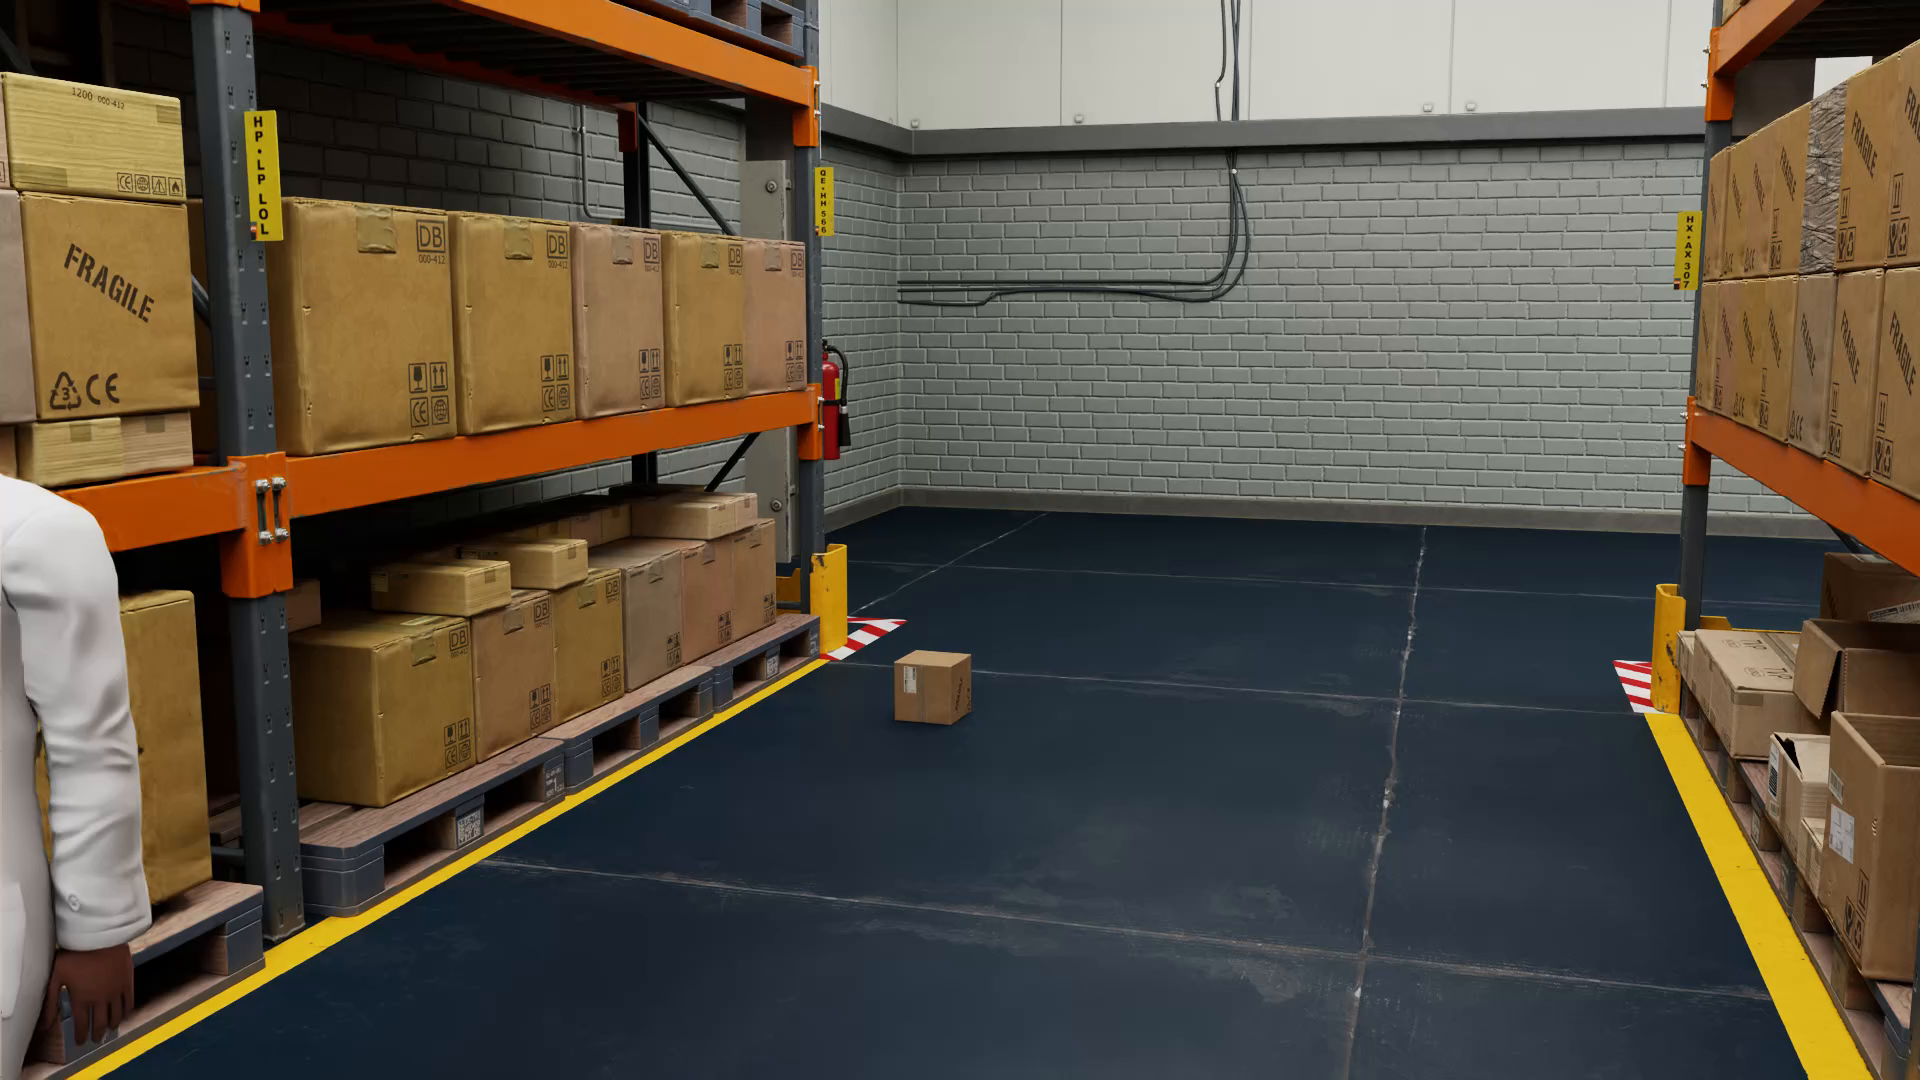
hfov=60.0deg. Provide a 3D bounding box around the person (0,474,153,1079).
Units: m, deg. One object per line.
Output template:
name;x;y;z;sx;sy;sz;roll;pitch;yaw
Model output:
person;-1.413;0.526;2.199;0.555;1.741;0.985;3;9;17
